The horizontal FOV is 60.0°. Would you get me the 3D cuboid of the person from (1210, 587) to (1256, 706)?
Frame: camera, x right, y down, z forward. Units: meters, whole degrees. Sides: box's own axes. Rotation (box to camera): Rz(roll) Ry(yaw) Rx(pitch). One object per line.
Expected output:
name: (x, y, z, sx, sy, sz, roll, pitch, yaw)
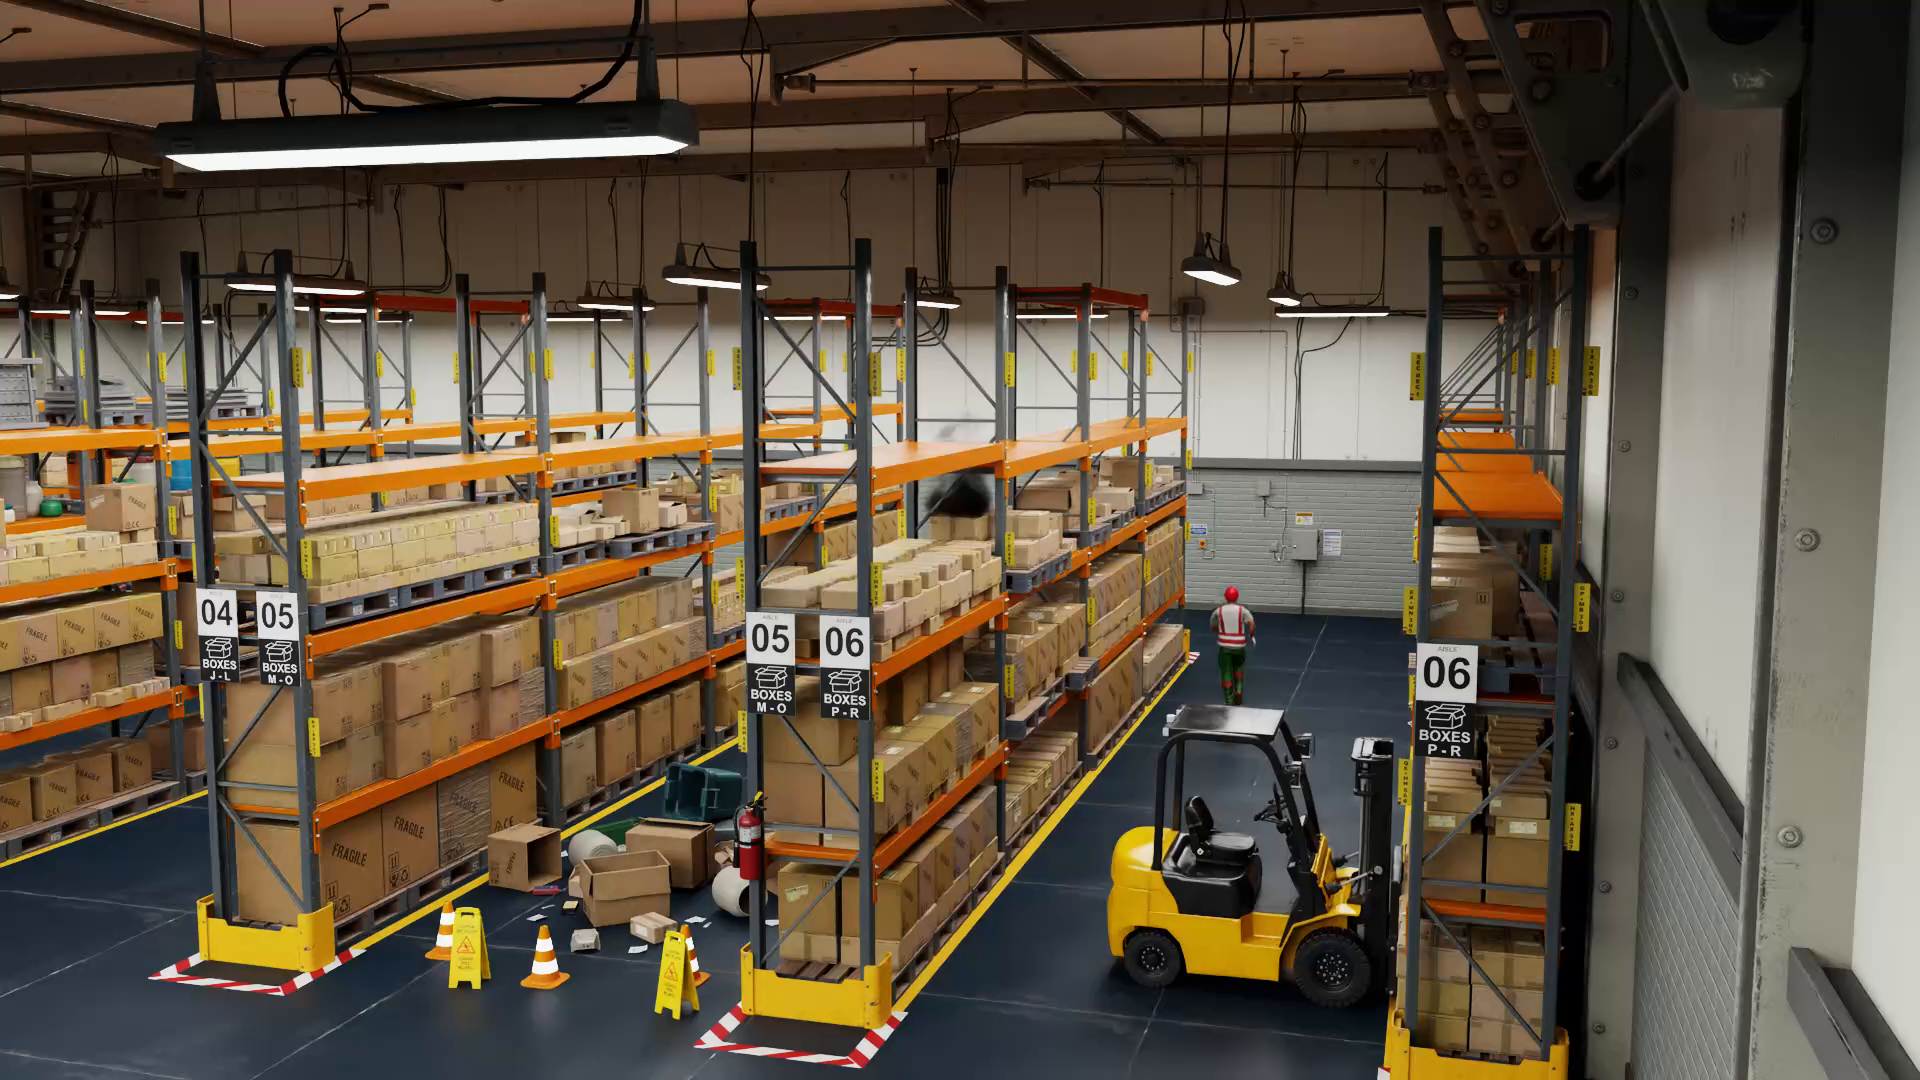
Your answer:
person: (3.990, 1.556, 24.343, 0.654, 1.781, 0.682, 1, 6, 5)
